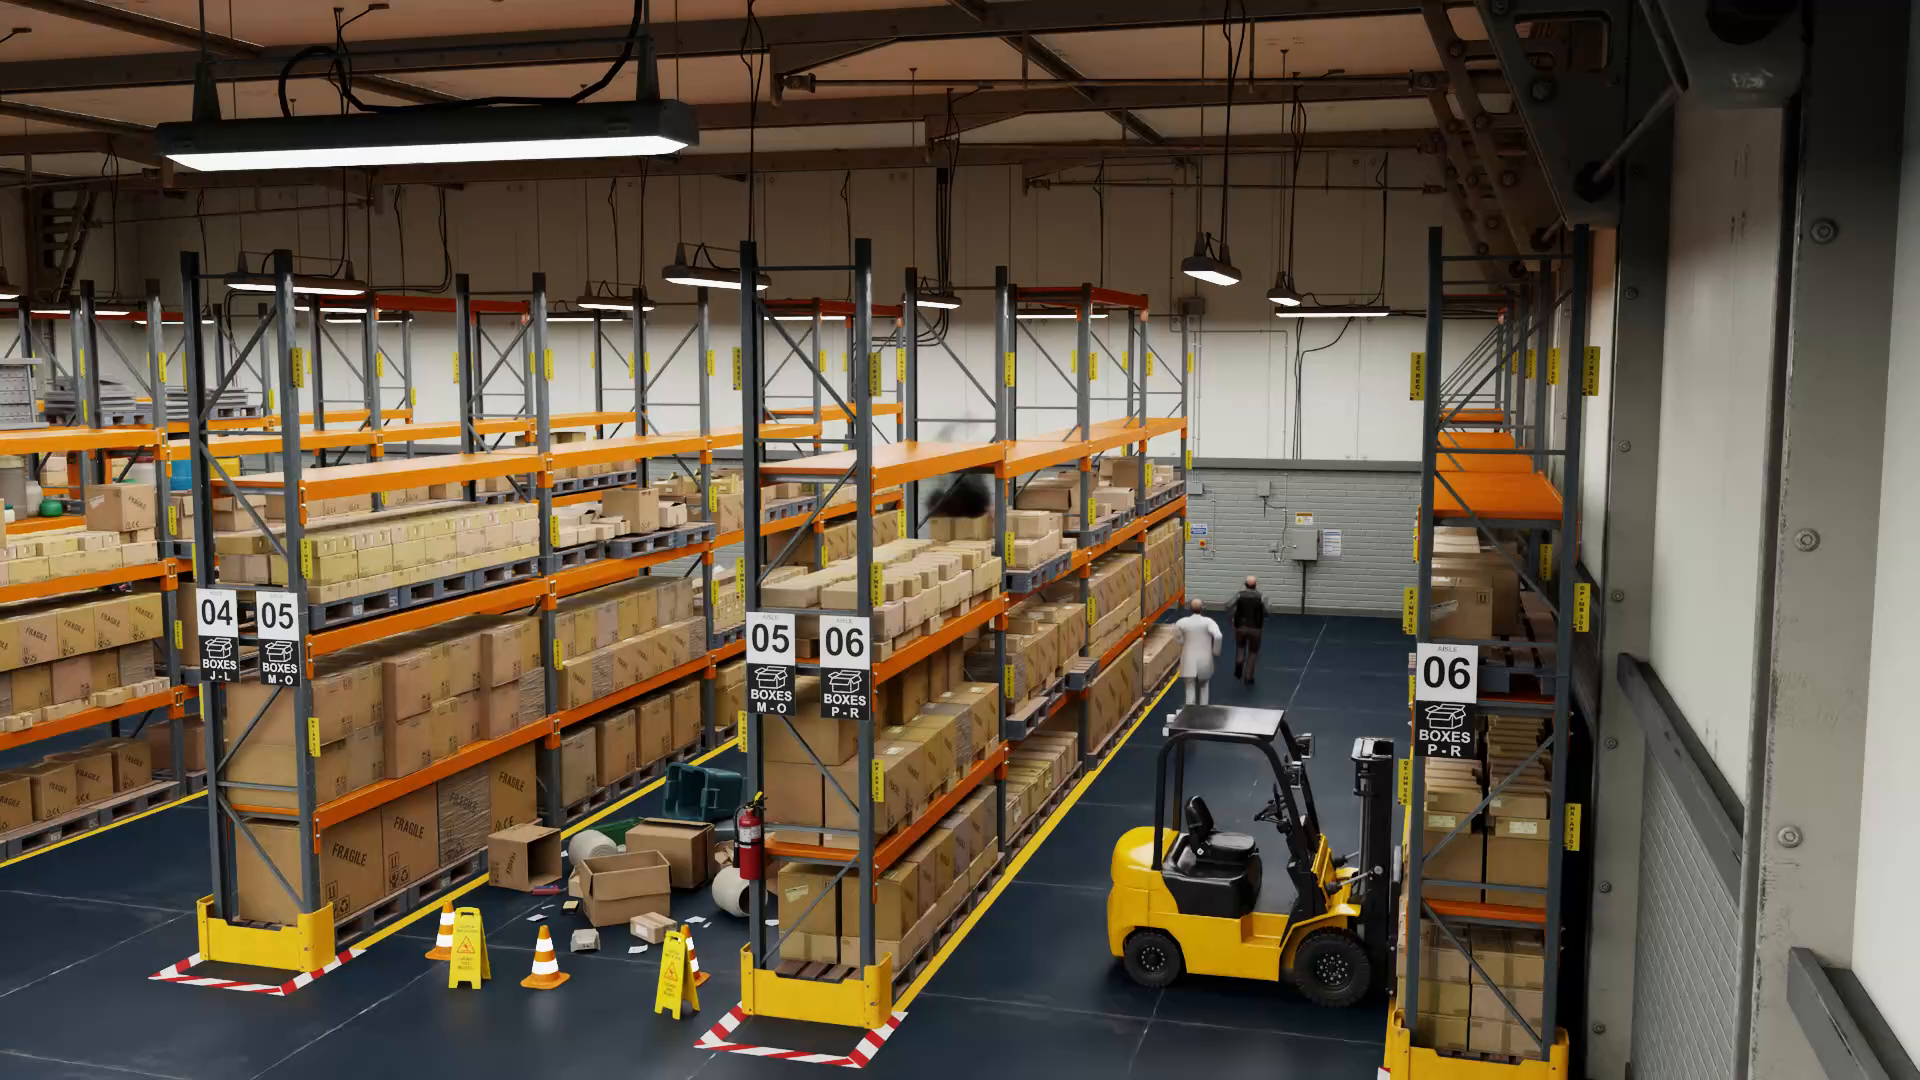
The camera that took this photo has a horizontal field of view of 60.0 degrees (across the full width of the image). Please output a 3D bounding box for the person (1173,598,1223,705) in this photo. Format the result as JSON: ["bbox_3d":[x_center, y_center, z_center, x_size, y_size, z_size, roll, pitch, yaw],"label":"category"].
[{"bbox_3d":[3.279,1.711,22.984,0.674,1.846,0.864,1,6,8],"label":"person"}]

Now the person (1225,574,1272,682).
[{"bbox_3d":[4.563,1.379,26.241,0.700,1.695,0.612,2,7,16],"label":"person"}]

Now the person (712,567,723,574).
[{"bbox_3d":[-3.911,1.267,27.499,0.656,1.721,0.848,1,6,8],"label":"person"}]
